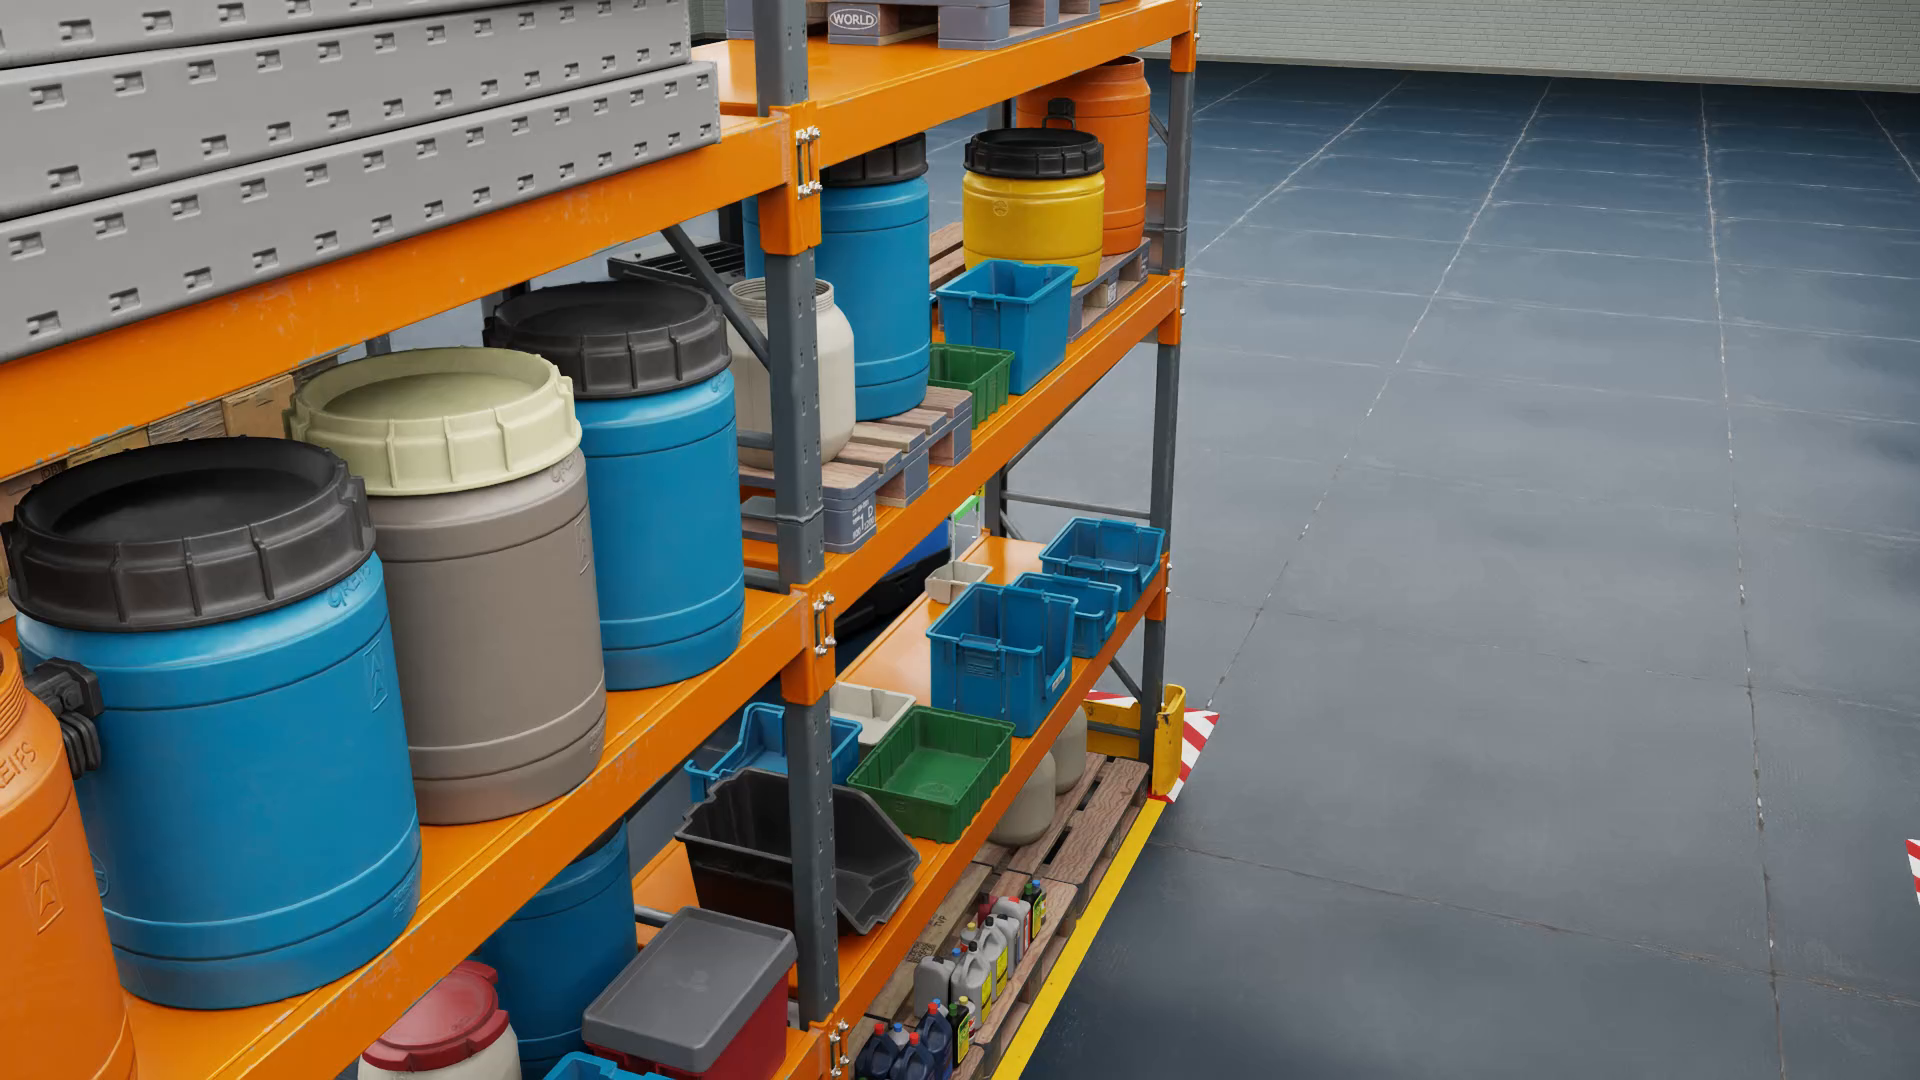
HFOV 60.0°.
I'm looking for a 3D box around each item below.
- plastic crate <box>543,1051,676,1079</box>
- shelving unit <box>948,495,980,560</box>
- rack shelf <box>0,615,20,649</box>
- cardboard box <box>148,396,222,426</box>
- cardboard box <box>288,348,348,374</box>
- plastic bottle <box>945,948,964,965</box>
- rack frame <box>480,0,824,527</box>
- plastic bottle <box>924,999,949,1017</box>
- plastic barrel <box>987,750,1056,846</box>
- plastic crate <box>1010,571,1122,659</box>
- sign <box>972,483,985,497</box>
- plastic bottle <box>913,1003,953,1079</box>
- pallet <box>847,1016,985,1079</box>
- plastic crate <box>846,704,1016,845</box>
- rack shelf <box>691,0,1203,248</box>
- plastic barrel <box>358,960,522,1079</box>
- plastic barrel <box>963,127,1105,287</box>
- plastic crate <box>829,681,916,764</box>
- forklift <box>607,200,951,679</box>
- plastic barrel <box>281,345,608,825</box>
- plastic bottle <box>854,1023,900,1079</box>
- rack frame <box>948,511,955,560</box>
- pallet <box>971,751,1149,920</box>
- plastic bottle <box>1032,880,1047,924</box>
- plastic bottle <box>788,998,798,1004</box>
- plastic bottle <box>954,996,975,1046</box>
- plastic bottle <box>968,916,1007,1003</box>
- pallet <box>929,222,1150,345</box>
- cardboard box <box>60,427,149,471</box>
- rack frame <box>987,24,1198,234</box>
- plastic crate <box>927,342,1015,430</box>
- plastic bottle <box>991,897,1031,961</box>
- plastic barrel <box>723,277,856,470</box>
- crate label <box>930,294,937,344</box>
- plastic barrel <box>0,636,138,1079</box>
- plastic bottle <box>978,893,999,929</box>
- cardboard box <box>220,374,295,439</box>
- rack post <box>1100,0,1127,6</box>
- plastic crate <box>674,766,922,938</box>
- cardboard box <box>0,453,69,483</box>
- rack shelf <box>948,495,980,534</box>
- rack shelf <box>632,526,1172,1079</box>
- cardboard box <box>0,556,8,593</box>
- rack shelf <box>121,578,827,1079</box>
[{"bbox_3d":[-0.989,1.700,4.309,0.392,0.384,0.575,9,24,20],"label":"plastic crate"},{"bbox_3d":[-0.061,-0.494,11.877,0.258,1.200,0.503,9,24,20],"label":"shelving unit"},{"bbox_3d":[-4.724,0.160,8.908,1.077,0.370,4.000,9,24,20],"label":"rack shelf"},{"bbox_3d":[-4.324,-0.941,8.799,0.500,0.500,0.500,9,24,20],"label":"cardboard box"},{"bbox_3d":[-3.956,-1.300,9.657,0.500,0.500,0.500,9,24,20],"label":"cardboard box"},{"bbox_3d":[-0.014,1.824,7.051,0.097,0.201,0.097,0,23,0],"label":"plastic bottle"},{"bbox_3d":[-0.868,-1.515,4.202,1.000,3.000,0.127,9,24,20],"label":"rack frame"},{"bbox_3d":[-0.093,1.954,6.649,0.097,0.271,0.097,0,23,0],"label":"plastic bottle"},{"bbox_3d":[0.258,1.202,8.164,0.421,0.512,0.421,0,23,0],"label":"plastic barrel"},{"bbox_3d":[0.463,0.344,7.728,0.499,0.251,0.408,9,24,20],"label":"plastic crate"},{"bbox_3d":[0.108,-0.386,8.924,0.100,0.325,0.005,9,24,20],"label":"sign"},{"bbox_3d":[-0.113,1.976,6.495,0.144,0.351,0.185,8,24,18],"label":"plastic bottle"},{"bbox_3d":[-0.580,2.306,6.456,1.003,0.211,1.213,9,24,20],"label":"pallet"},{"bbox_3d":[-0.102,0.906,6.465,0.450,0.188,0.662,9,24,20],"label":"plastic crate"},{"bbox_3d":[-0.125,-1.714,6.131,1.077,0.370,4.000,9,24,20],"label":"rack shelf"},{"bbox_3d":[-1.427,1.502,4.587,0.433,0.535,0.433,0,23,0],"label":"plastic barrel"},{"bbox_3d":[0.312,-1.417,7.069,0.600,0.588,0.600,0,23,0],"label":"plastic barrel"},{"bbox_3d":[-0.500,0.758,6.887,0.530,0.136,0.437,9,24,20],"label":"plastic crate"},{"bbox_3d":[-1.378,-0.714,10.155,1.130,2.935,3.031,17,28,35],"label":"forklift"},{"bbox_3d":[-1.099,0.085,3.613,0.600,0.901,0.600,0,23,0],"label":"plastic barrel"},{"bbox_3d":[-0.317,2.022,6.382,0.144,0.351,0.185,9,24,20],"label":"plastic bottle"},{"bbox_3d":[-0.152,-0.407,11.668,0.240,1.200,0.015,9,24,20],"label":"rack frame"},{"bbox_3d":[0.326,1.432,8.547,1.003,0.211,1.213,9,24,20],"label":"pallet"},{"bbox_3d":[0.342,1.630,7.516,0.097,0.201,0.097,0,23,0],"label":"plastic bottle"},{"bbox_3d":[-0.705,1.817,6.875,0.144,0.351,0.185,9,24,20],"label":"plastic bottle"},{"bbox_3d":[0.014,1.947,6.758,0.097,0.201,0.097,0,23,0],"label":"plastic bottle"},{"bbox_3d":[0.114,1.757,7.018,0.144,0.351,0.185,10,25,22],"label":"plastic bottle"},{"bbox_3d":[0.219,-1.193,7.568,1.003,0.211,1.213,9,24,20],"label":"pallet"},{"bbox_3d":[-4.708,-0.332,8.637,0.875,0.500,0.500,9,24,20],"label":"cardboard box"},{"bbox_3d":[0.617,-2.946,7.628,1.000,3.000,0.127,9,24,20],"label":"rack frame"},{"bbox_3d":[-0.029,-0.559,6.079,0.336,0.188,0.450,9,24,20],"label":"plastic crate"},{"bbox_3d":[0.223,1.682,7.295,0.152,0.276,0.135,9,24,20],"label":"plastic bottle"},{"bbox_3d":[-0.526,-0.502,4.979,0.421,0.512,0.421,0,23,0],"label":"plastic barrel"},{"bbox_3d":[-0.385,-0.871,6.745,0.502,0.251,0.408,9,24,20],"label":"crate label"},{"bbox_3d":[-1.605,0.606,2.460,0.600,0.830,0.708,9,24,20],"label":"plastic barrel"},{"bbox_3d":[0.124,1.663,7.329,0.061,0.283,0.133,9,24,20],"label":"plastic bottle"},{"bbox_3d":[-4.285,-0.682,9.474,0.875,0.500,0.500,9,24,20],"label":"cardboard box"},{"bbox_3d":[0.219,-2.463,7.121,0.937,0.300,0.954,12,25,26],"label":"rack post"},{"bbox_3d":[-0.556,1.113,5.775,0.767,0.338,0.504,9,24,20],"label":"plastic crate"},{"bbox_3d":[-4.693,-0.583,7.942,0.500,0.500,0.500,9,24,20],"label":"cardboard box"},{"bbox_3d":[-0.061,-0.214,11.994,0.258,0.148,0.480,9,24,20],"label":"rack shelf"},{"bbox_3d":[-0.125,0.870,7.210,1.077,0.370,4.000,9,24,20],"label":"rack shelf"},{"bbox_3d":[-5.024,0.035,7.759,0.875,0.500,0.500,9,24,20],"label":"cardboard box"},{"bbox_3d":[-1.611,0.917,3.205,1.077,0.370,4.000,9,24,20],"label":"rack shelf"}]
